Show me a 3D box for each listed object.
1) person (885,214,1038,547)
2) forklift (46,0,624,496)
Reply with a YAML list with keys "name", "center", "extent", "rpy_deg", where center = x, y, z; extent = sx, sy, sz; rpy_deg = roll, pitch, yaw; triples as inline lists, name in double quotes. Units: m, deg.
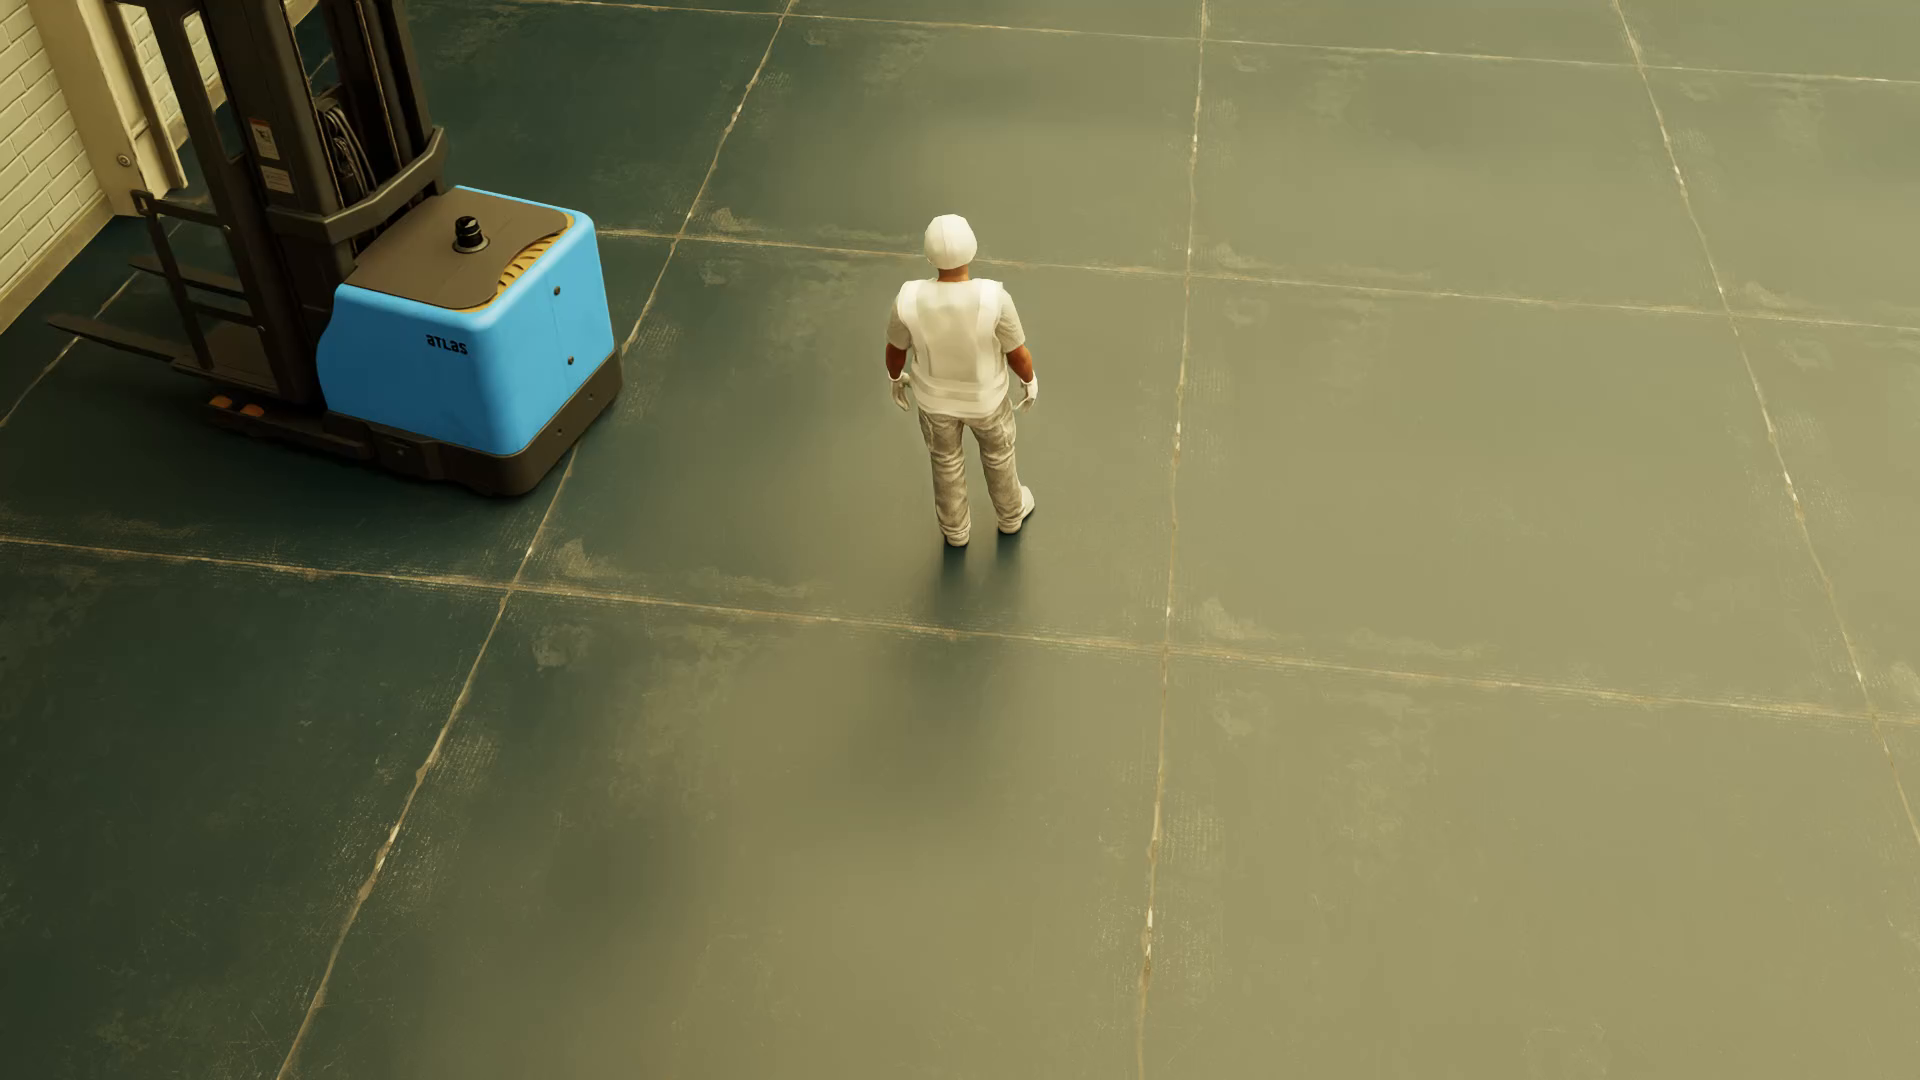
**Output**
- name: "person"
  center: [0.018, -0.710, 7.335]
  extent: [0.657, 1.785, 0.575]
  rpy_deg: [5, 43, 6]
- name: "forklift"
  center: [-3.323, -1.919, 7.814]
  extent: [3.031, 2.935, 1.130]
  rpy_deg: [15, 45, 15]
